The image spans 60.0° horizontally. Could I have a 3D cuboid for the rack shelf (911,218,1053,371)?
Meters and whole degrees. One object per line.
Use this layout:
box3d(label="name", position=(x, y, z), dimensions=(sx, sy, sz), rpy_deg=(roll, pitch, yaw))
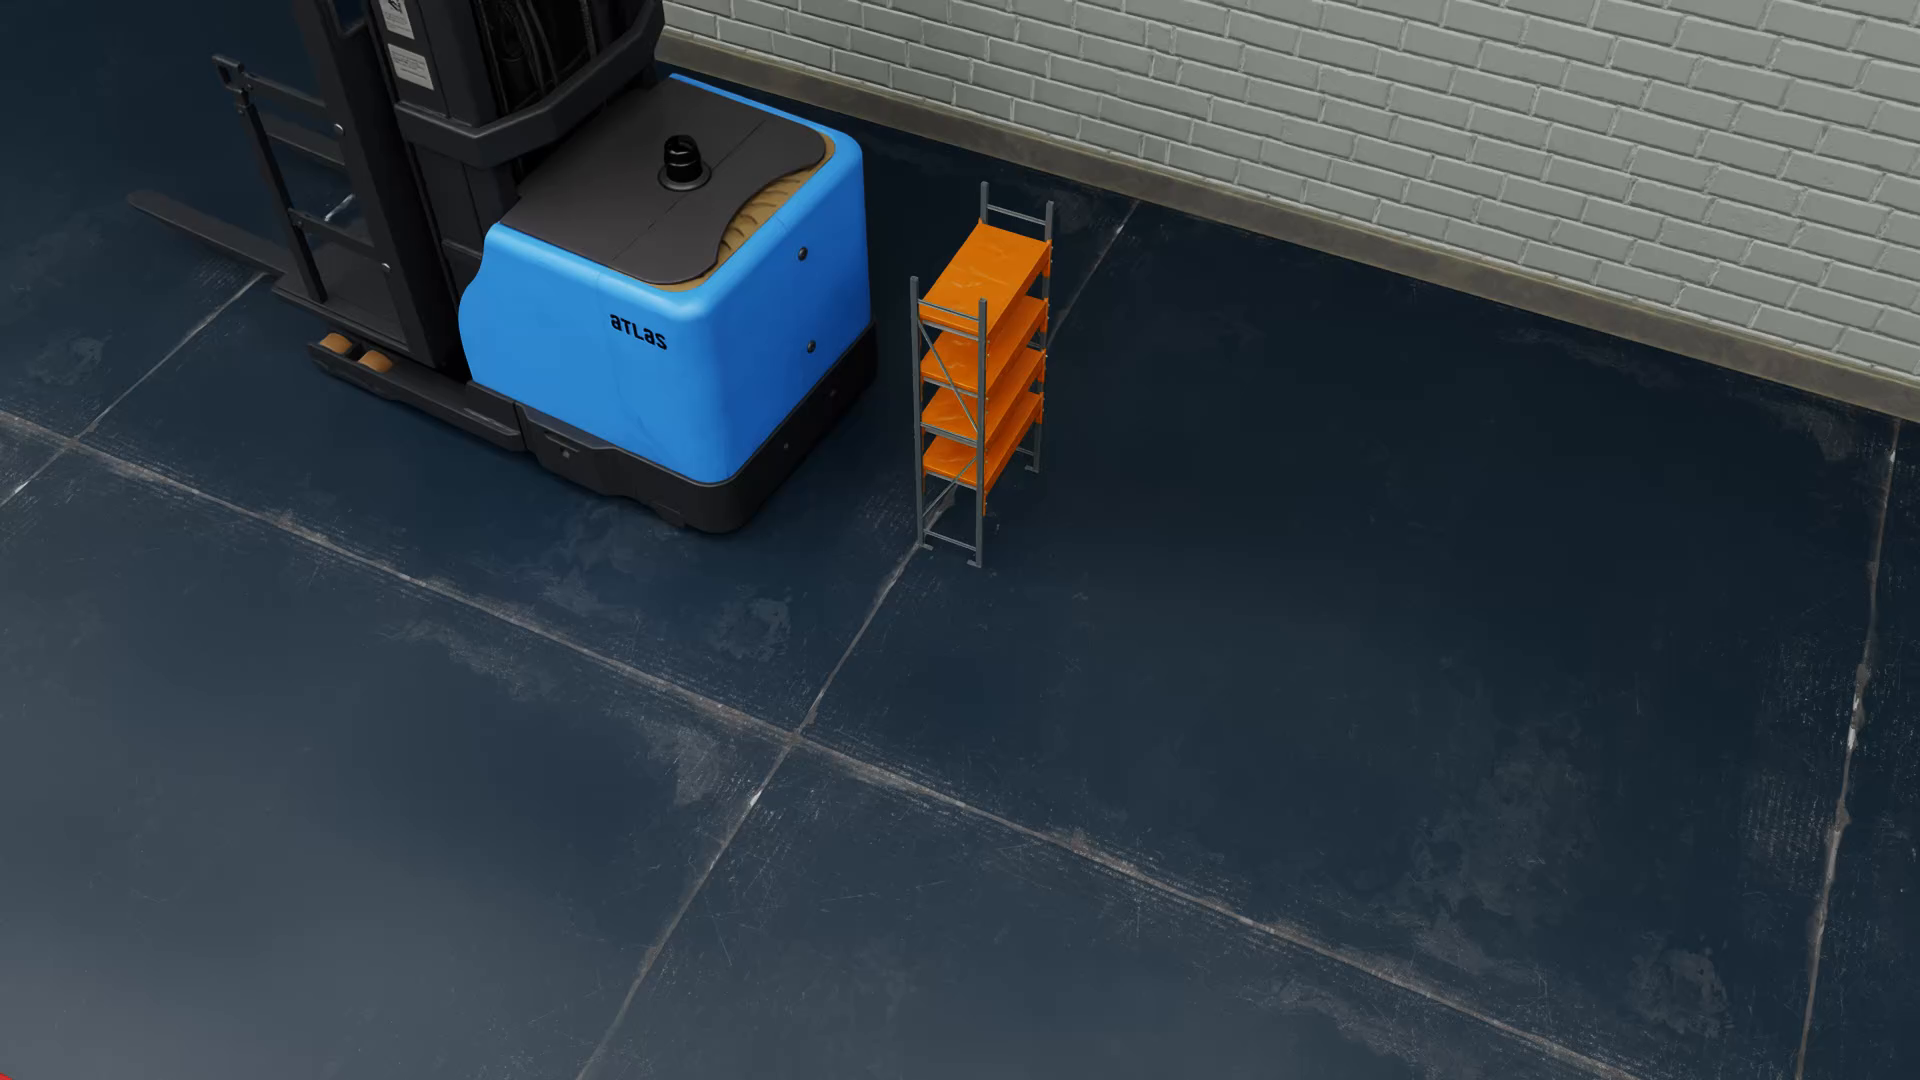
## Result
box3d(label="rack shelf", position=(0.071, -0.757, 5.091), dimensions=(0.258, 0.148, 0.480), rpy_deg=(20, 52, 16))

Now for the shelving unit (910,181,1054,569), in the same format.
box3d(label="shelving unit", position=(0.071, -0.503, 5.390), dimensions=(0.258, 1.200, 0.503), rpy_deg=(20, 52, 16))

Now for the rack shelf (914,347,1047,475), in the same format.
box3d(label="rack shelf", position=(0.071, -0.459, 5.441), dimensions=(0.258, 0.148, 0.480), rpy_deg=(20, 52, 16))

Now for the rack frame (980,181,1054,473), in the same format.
box3d(label="rack frame", position=(0.175, -0.671, 5.533), dimensions=(0.240, 1.200, 0.015), rpy_deg=(20, 52, 16))

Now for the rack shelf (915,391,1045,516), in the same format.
box3d(label="rack shelf", position=(0.071, -0.331, 5.592), dimensions=(0.258, 0.148, 0.480), rpy_deg=(20, 52, 16))

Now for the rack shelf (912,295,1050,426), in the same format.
box3d(label="rack shelf", position=(0.071, -0.604, 5.271), dimensions=(0.258, 0.148, 0.480), rpy_deg=(20, 52, 16))

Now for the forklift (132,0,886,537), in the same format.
box3d(label="forklift", position=(-1.813, -1.802, 5.359), dimensions=(3.031, 2.935, 1.130), rpy_deg=(24, 54, 19))

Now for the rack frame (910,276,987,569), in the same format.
box3d(label="rack frame", position=(-0.034, -0.335, 5.247), dimensions=(0.240, 1.200, 0.015), rpy_deg=(20, 52, 16))
